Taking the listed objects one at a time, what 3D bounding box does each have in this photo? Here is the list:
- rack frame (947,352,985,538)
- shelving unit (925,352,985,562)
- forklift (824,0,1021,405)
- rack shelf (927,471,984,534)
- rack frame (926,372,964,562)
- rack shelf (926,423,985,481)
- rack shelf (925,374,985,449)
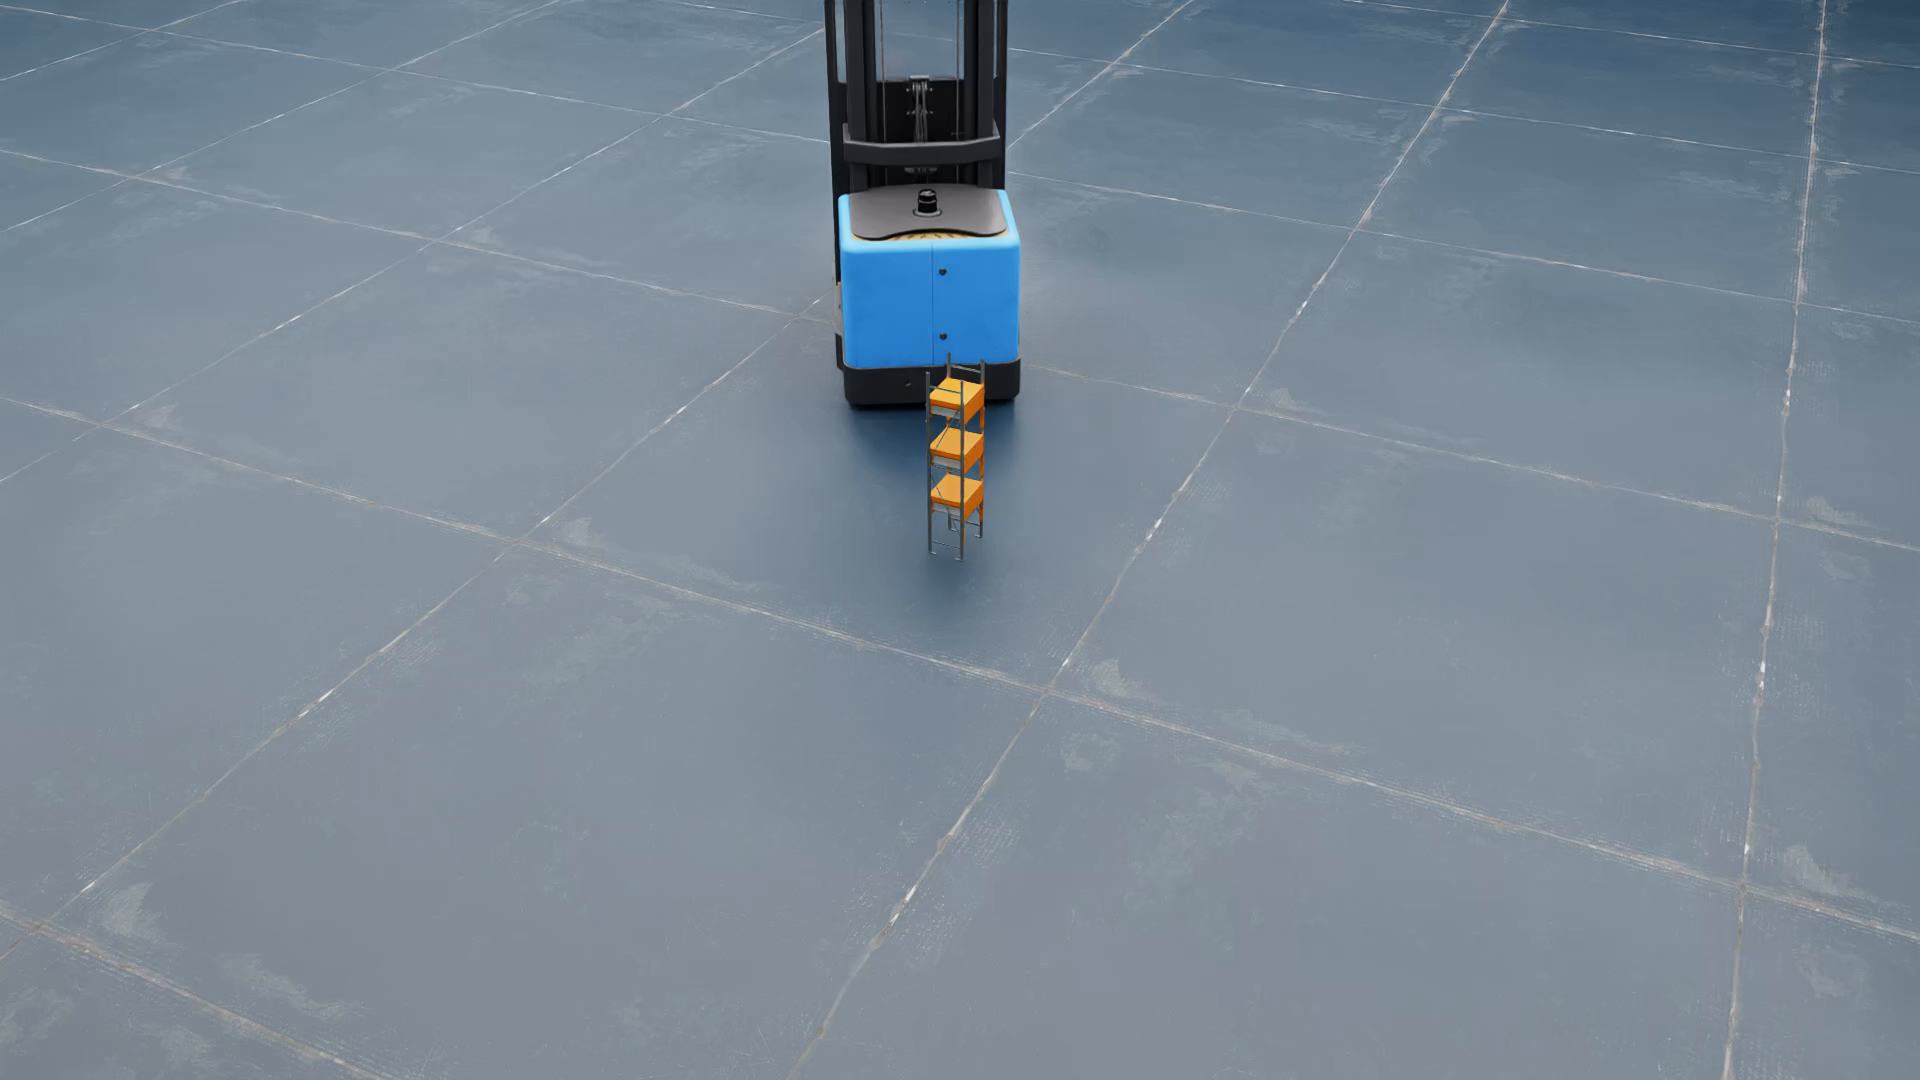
[{"bbox_3d":[0.029,-0.473,8.514,0.200,1.050,0.008,14,36,20],"label":"rack frame"},{"bbox_3d":[-0.022,-0.412,8.421,0.215,1.050,0.252,14,36,20],"label":"shelving unit"},{"bbox_3d":[-0.282,-2.811,10.365,1.130,2.935,3.031,-3,33,-4],"label":"forklift"},{"bbox_3d":[-0.022,-0.171,8.580,0.215,0.259,0.240,14,36,20],"label":"rack shelf"},{"bbox_3d":[-0.073,-0.352,8.329,0.200,1.050,0.008,14,36,20],"label":"rack frame"},{"bbox_3d":[-0.022,-0.404,8.427,0.215,0.259,0.240,14,36,20],"label":"rack shelf"},{"bbox_3d":[-0.022,-0.641,8.272,0.215,0.259,0.240,14,36,20],"label":"rack shelf"}]
